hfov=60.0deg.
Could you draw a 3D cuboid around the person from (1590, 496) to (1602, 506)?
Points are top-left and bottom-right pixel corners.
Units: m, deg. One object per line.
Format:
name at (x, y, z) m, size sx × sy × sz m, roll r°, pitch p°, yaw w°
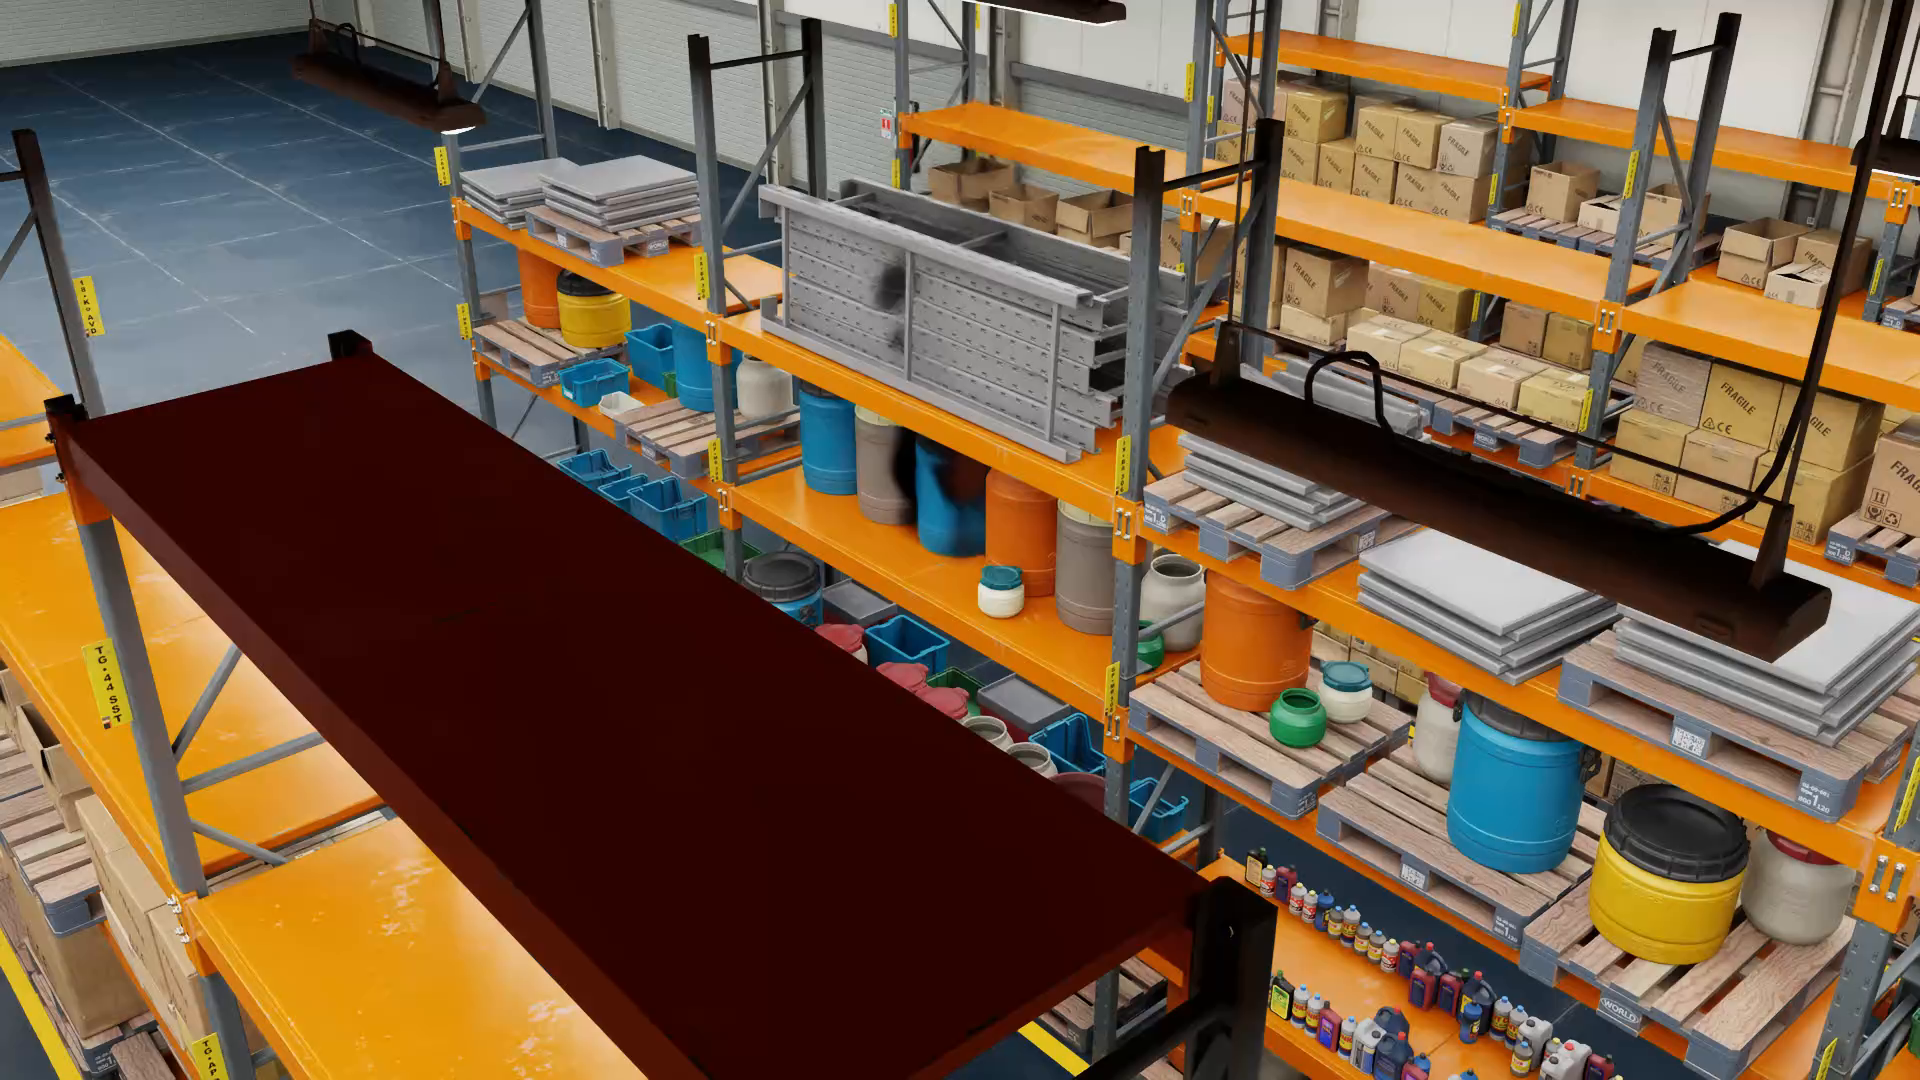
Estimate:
person at (5.859, 0.106, 15.669) m, size 0.549 × 1.557 × 0.538 m, roll 16°, pitch 31°, yaw 29°
